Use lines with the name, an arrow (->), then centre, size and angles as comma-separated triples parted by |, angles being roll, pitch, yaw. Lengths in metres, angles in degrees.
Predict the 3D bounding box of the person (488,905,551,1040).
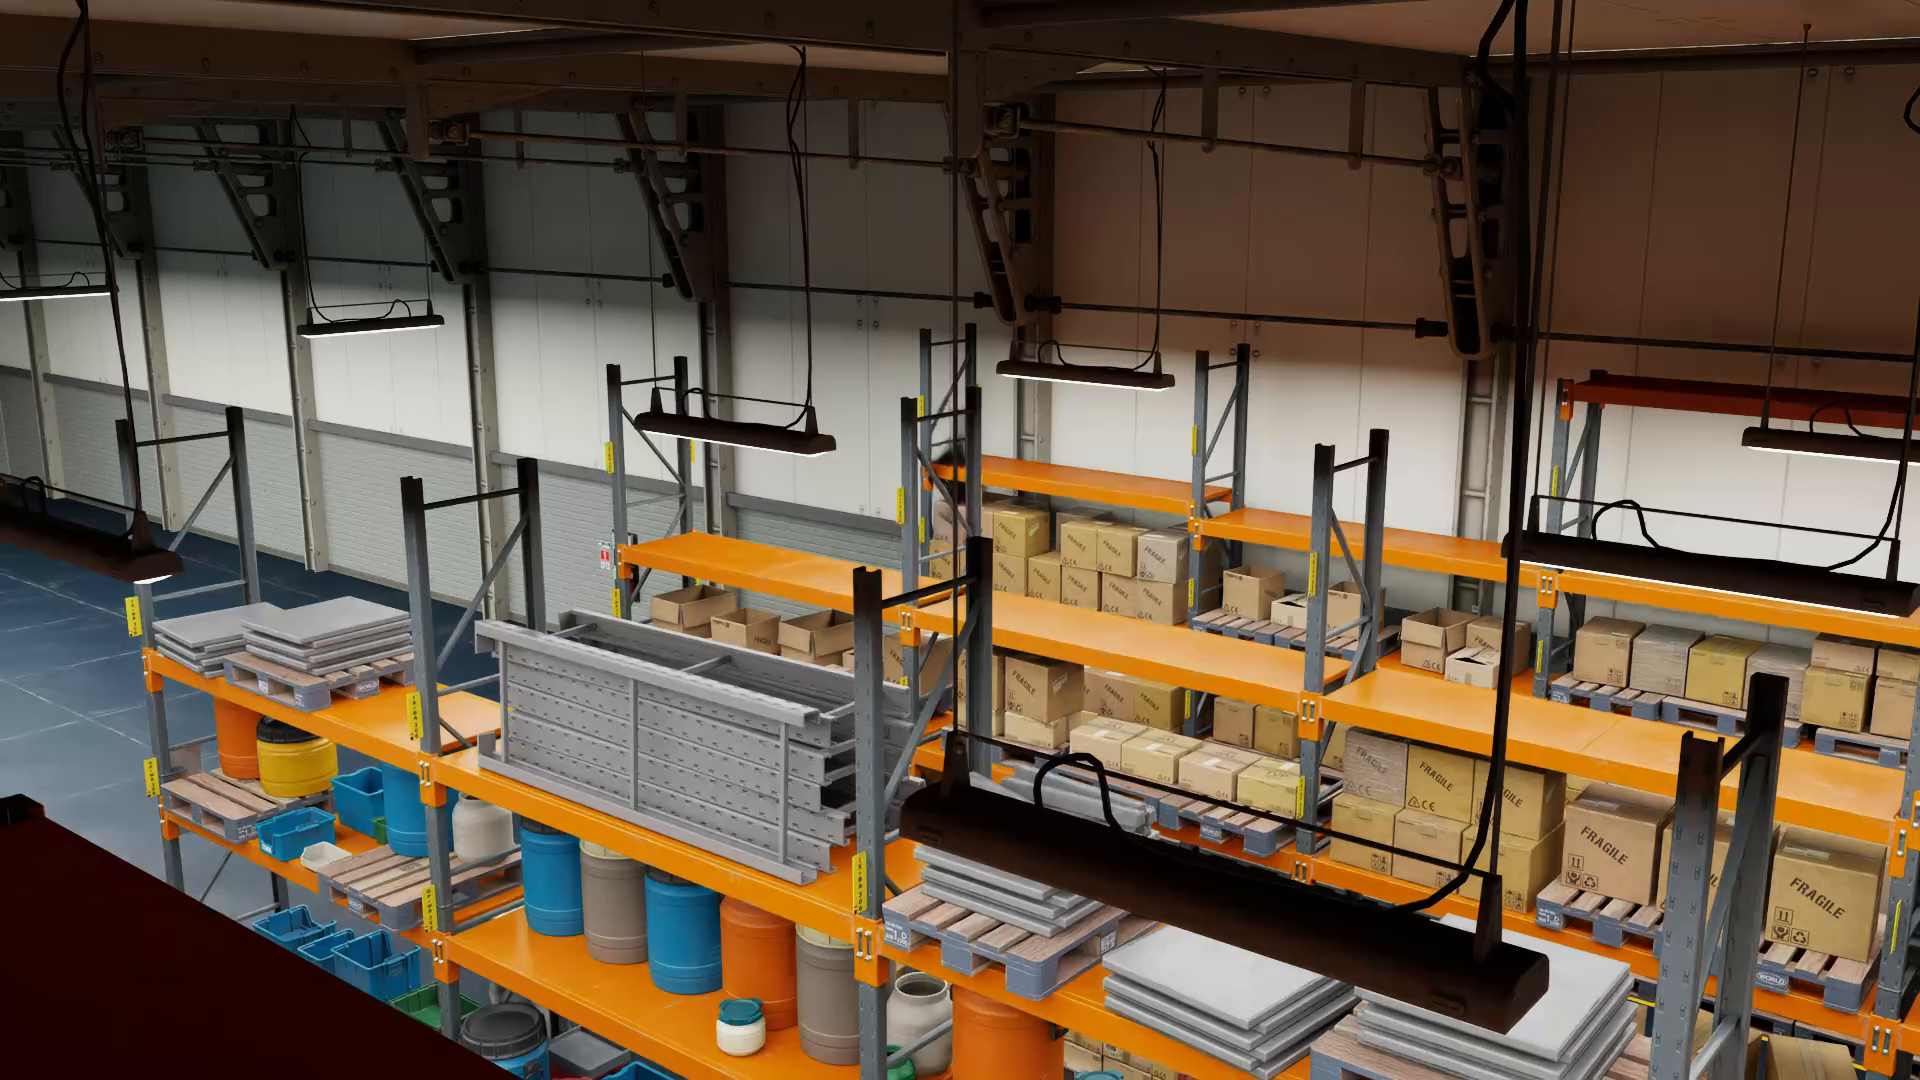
person -> -4.073, 3.868, 15.246 | 0.860, 1.740, 0.568 | 9, 16, 36
